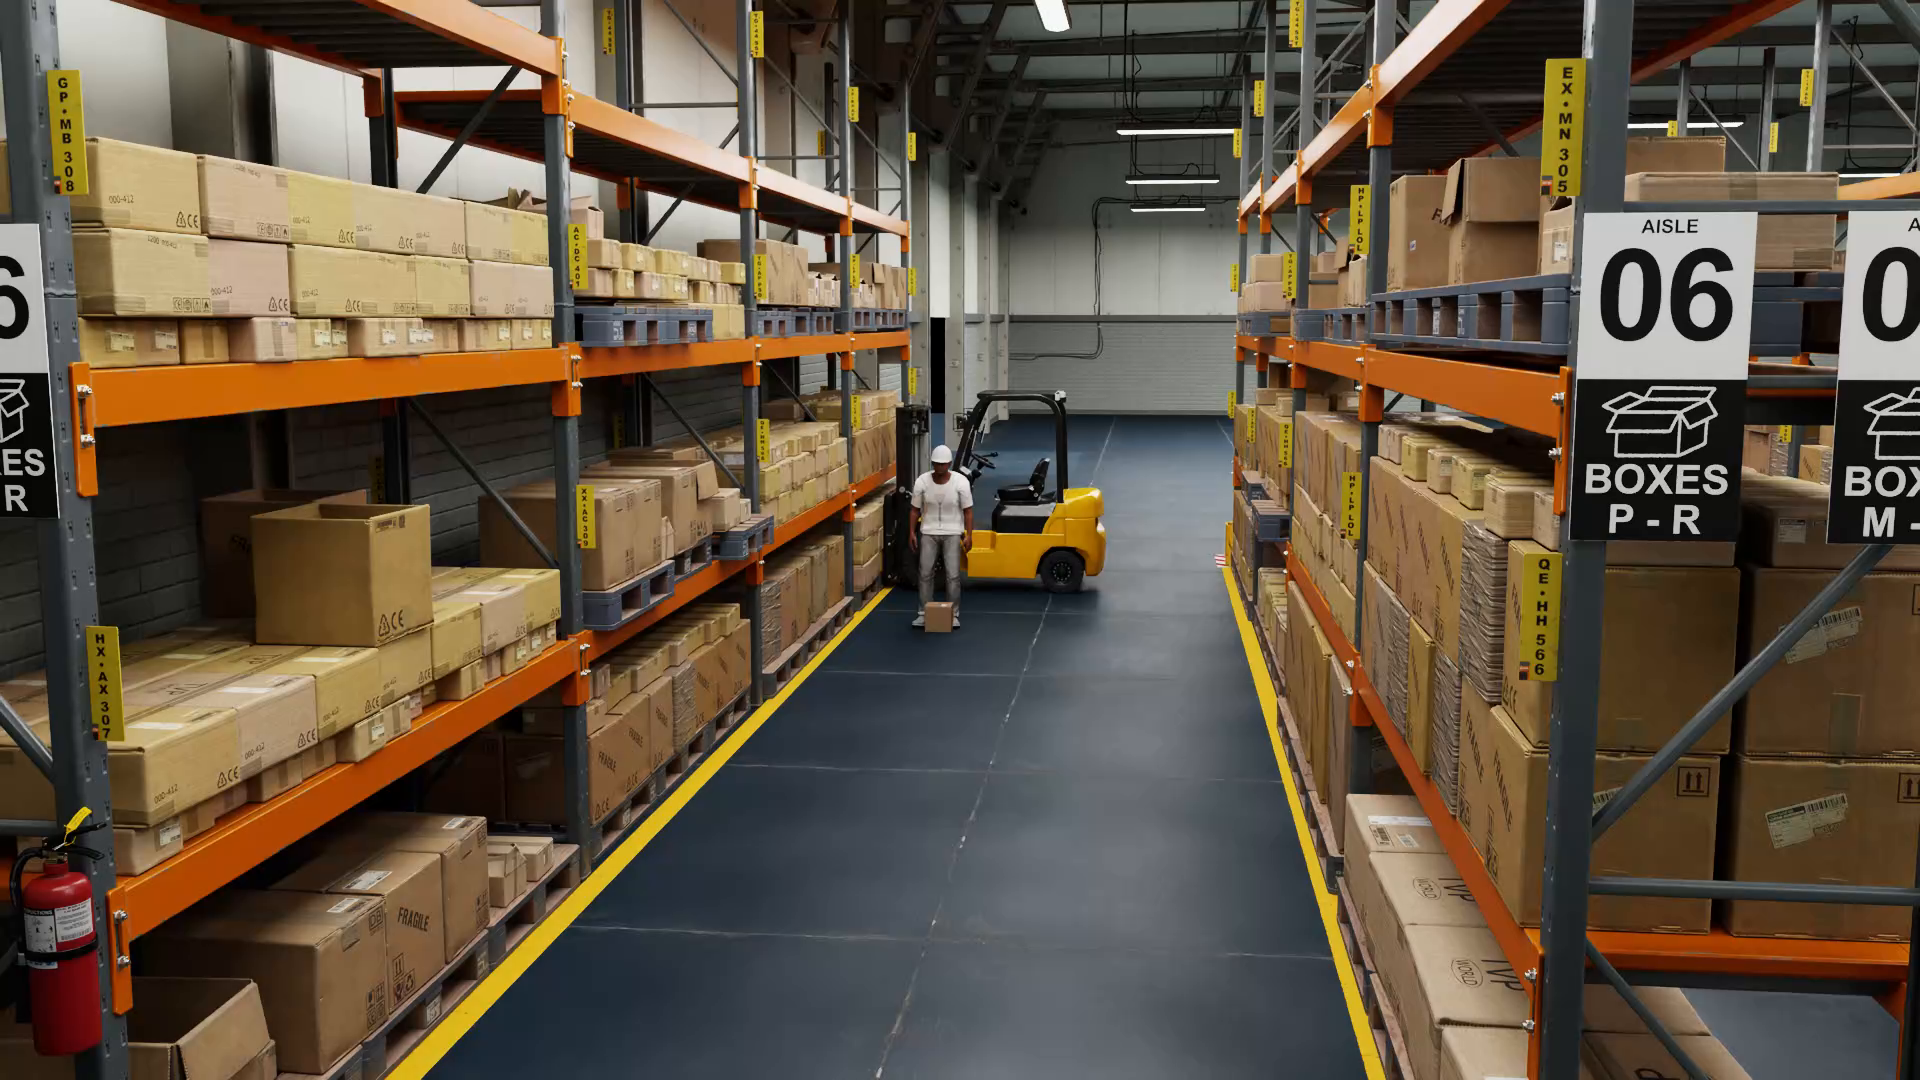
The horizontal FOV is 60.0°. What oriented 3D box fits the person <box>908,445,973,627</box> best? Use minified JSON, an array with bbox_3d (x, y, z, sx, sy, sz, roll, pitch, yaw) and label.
[{"bbox_3d":[-0.187,-0.039,16.017,0.628,1.761,0.452,1,8,8],"label":"person"}]
